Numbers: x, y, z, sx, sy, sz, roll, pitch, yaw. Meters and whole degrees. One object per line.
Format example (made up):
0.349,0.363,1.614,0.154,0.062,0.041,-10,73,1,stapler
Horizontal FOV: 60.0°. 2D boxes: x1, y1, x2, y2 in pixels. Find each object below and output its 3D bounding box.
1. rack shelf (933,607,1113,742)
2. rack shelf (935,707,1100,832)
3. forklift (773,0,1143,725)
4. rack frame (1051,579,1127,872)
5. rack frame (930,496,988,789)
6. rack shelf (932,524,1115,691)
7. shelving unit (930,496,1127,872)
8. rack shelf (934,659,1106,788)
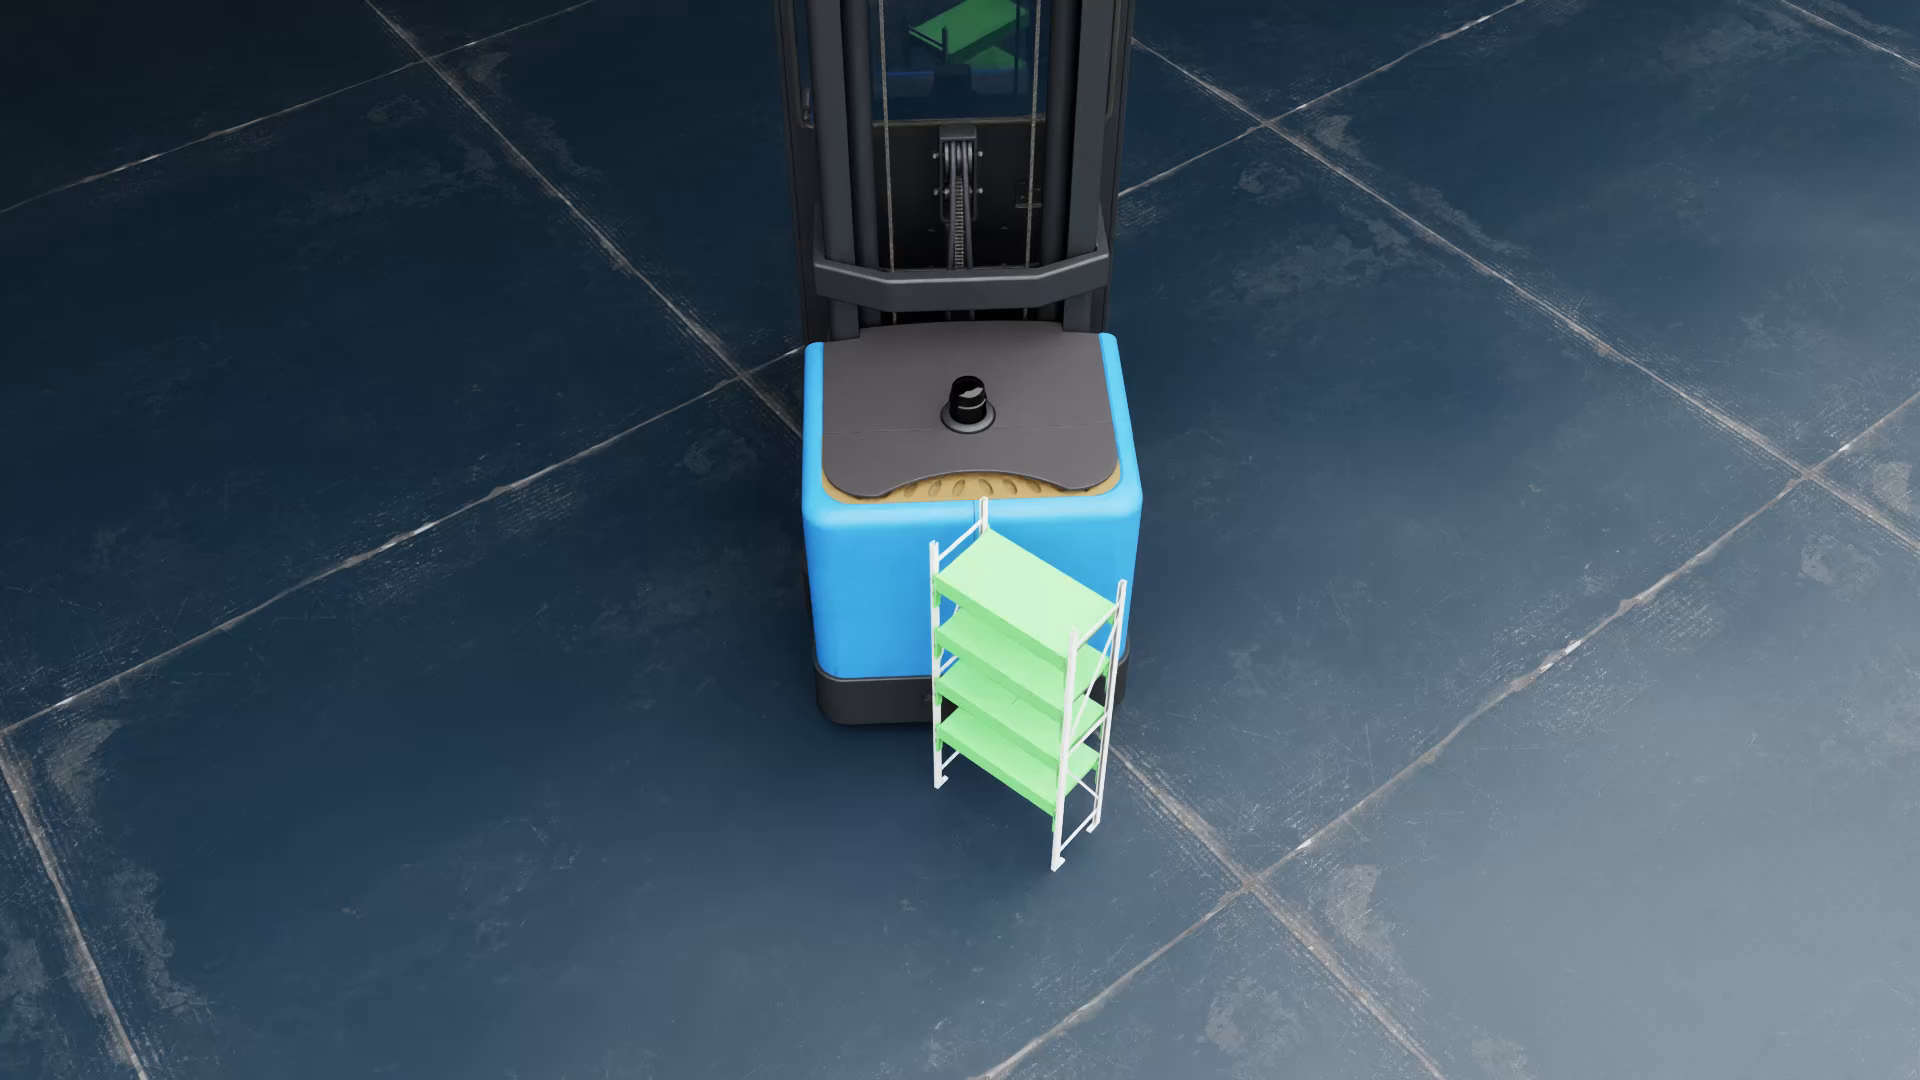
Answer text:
0.185,0.347,4.888,0.480,0.148,0.258,32,55,25,rack shelf
0.185,0.669,5.243,0.480,0.148,0.258,32,55,25,rack shelf
-0.031,-1.451,5.587,1.130,2.935,3.031,-2,48,-2,forklift
0.372,0.581,4.913,0.015,1.200,0.240,32,55,25,rack frame
-0.002,0.350,5.123,0.015,1.200,0.240,32,55,25,rack frame
0.185,0.186,4.710,0.480,0.148,0.258,32,55,25,rack shelf
0.185,0.465,5.018,0.503,1.200,0.258,32,55,25,shelving unit
0.185,0.508,5.066,0.480,0.148,0.258,32,55,25,rack shelf
